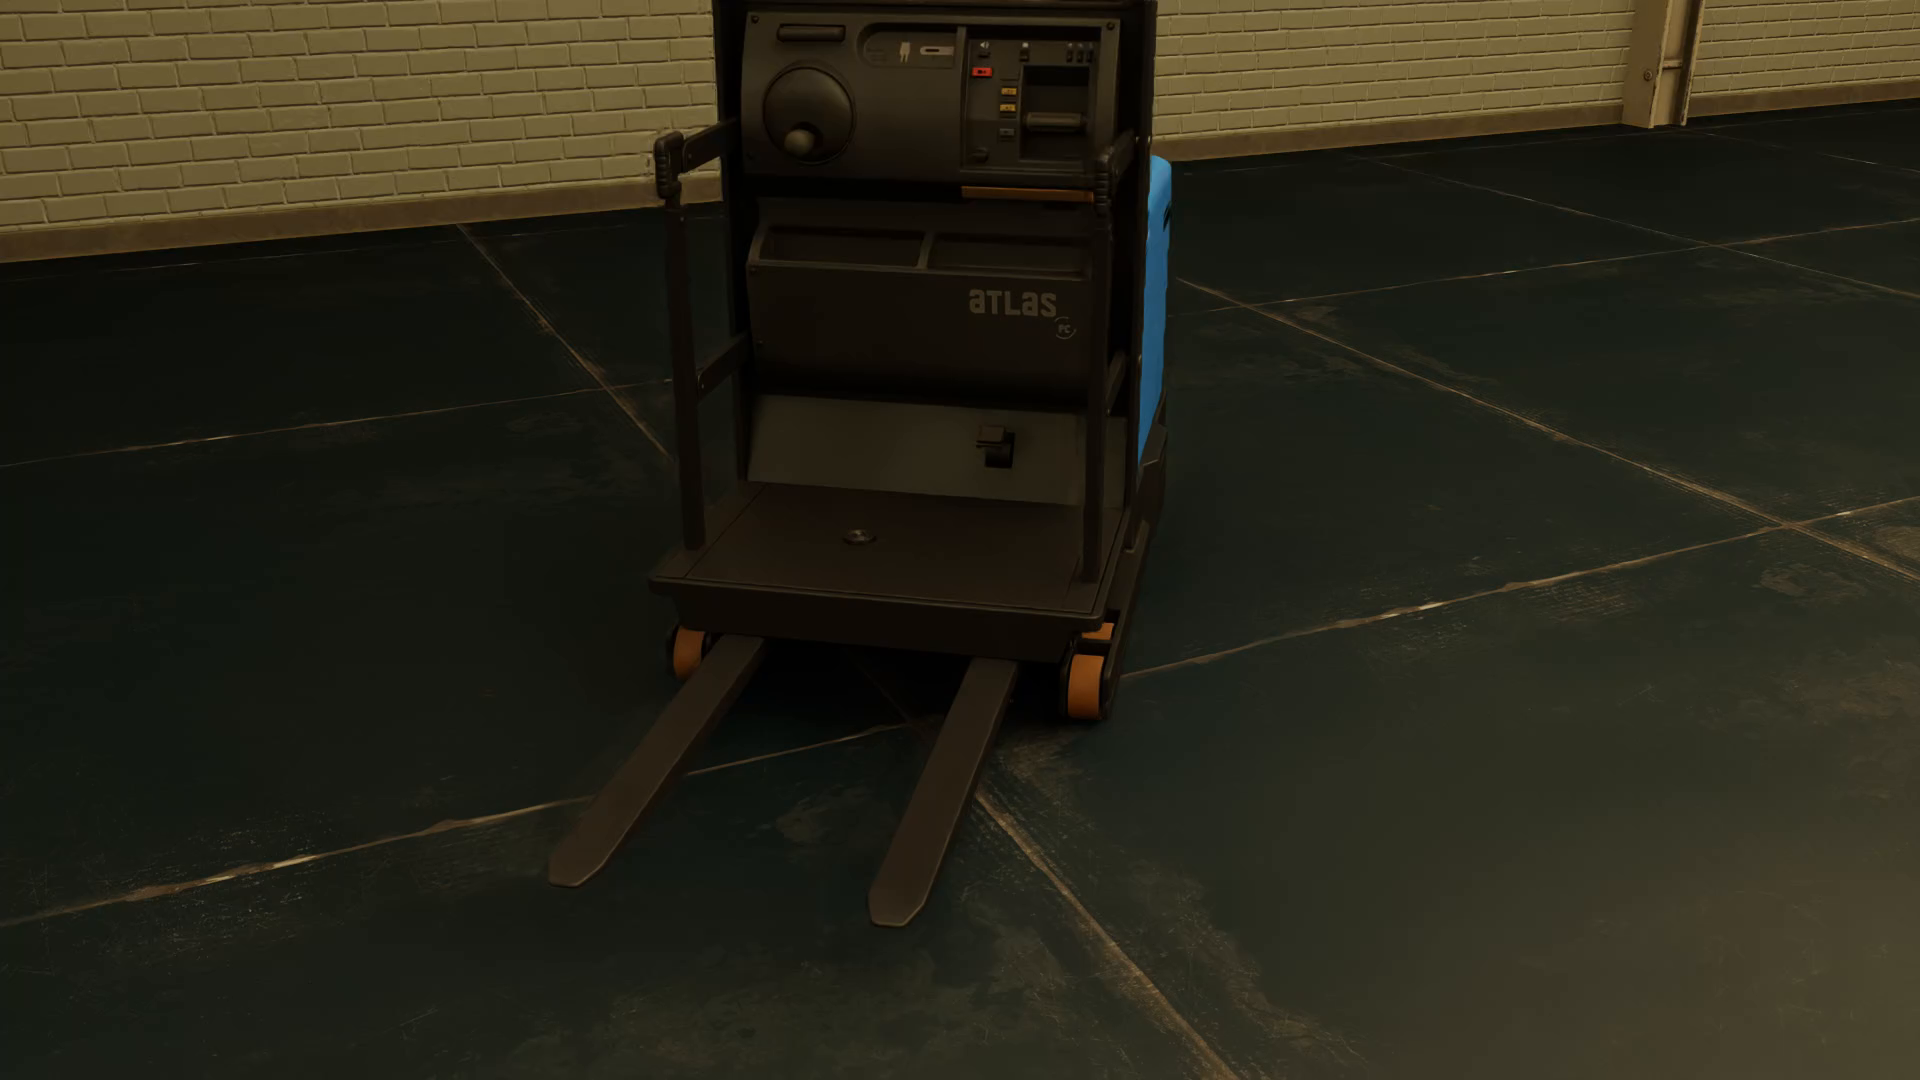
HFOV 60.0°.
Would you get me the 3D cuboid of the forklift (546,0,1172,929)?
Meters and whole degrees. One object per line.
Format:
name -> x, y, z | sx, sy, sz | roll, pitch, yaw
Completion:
forklift -> -0.121, -1.067, 3.854 | 1.130, 2.935, 3.031 | 5, 23, 11
